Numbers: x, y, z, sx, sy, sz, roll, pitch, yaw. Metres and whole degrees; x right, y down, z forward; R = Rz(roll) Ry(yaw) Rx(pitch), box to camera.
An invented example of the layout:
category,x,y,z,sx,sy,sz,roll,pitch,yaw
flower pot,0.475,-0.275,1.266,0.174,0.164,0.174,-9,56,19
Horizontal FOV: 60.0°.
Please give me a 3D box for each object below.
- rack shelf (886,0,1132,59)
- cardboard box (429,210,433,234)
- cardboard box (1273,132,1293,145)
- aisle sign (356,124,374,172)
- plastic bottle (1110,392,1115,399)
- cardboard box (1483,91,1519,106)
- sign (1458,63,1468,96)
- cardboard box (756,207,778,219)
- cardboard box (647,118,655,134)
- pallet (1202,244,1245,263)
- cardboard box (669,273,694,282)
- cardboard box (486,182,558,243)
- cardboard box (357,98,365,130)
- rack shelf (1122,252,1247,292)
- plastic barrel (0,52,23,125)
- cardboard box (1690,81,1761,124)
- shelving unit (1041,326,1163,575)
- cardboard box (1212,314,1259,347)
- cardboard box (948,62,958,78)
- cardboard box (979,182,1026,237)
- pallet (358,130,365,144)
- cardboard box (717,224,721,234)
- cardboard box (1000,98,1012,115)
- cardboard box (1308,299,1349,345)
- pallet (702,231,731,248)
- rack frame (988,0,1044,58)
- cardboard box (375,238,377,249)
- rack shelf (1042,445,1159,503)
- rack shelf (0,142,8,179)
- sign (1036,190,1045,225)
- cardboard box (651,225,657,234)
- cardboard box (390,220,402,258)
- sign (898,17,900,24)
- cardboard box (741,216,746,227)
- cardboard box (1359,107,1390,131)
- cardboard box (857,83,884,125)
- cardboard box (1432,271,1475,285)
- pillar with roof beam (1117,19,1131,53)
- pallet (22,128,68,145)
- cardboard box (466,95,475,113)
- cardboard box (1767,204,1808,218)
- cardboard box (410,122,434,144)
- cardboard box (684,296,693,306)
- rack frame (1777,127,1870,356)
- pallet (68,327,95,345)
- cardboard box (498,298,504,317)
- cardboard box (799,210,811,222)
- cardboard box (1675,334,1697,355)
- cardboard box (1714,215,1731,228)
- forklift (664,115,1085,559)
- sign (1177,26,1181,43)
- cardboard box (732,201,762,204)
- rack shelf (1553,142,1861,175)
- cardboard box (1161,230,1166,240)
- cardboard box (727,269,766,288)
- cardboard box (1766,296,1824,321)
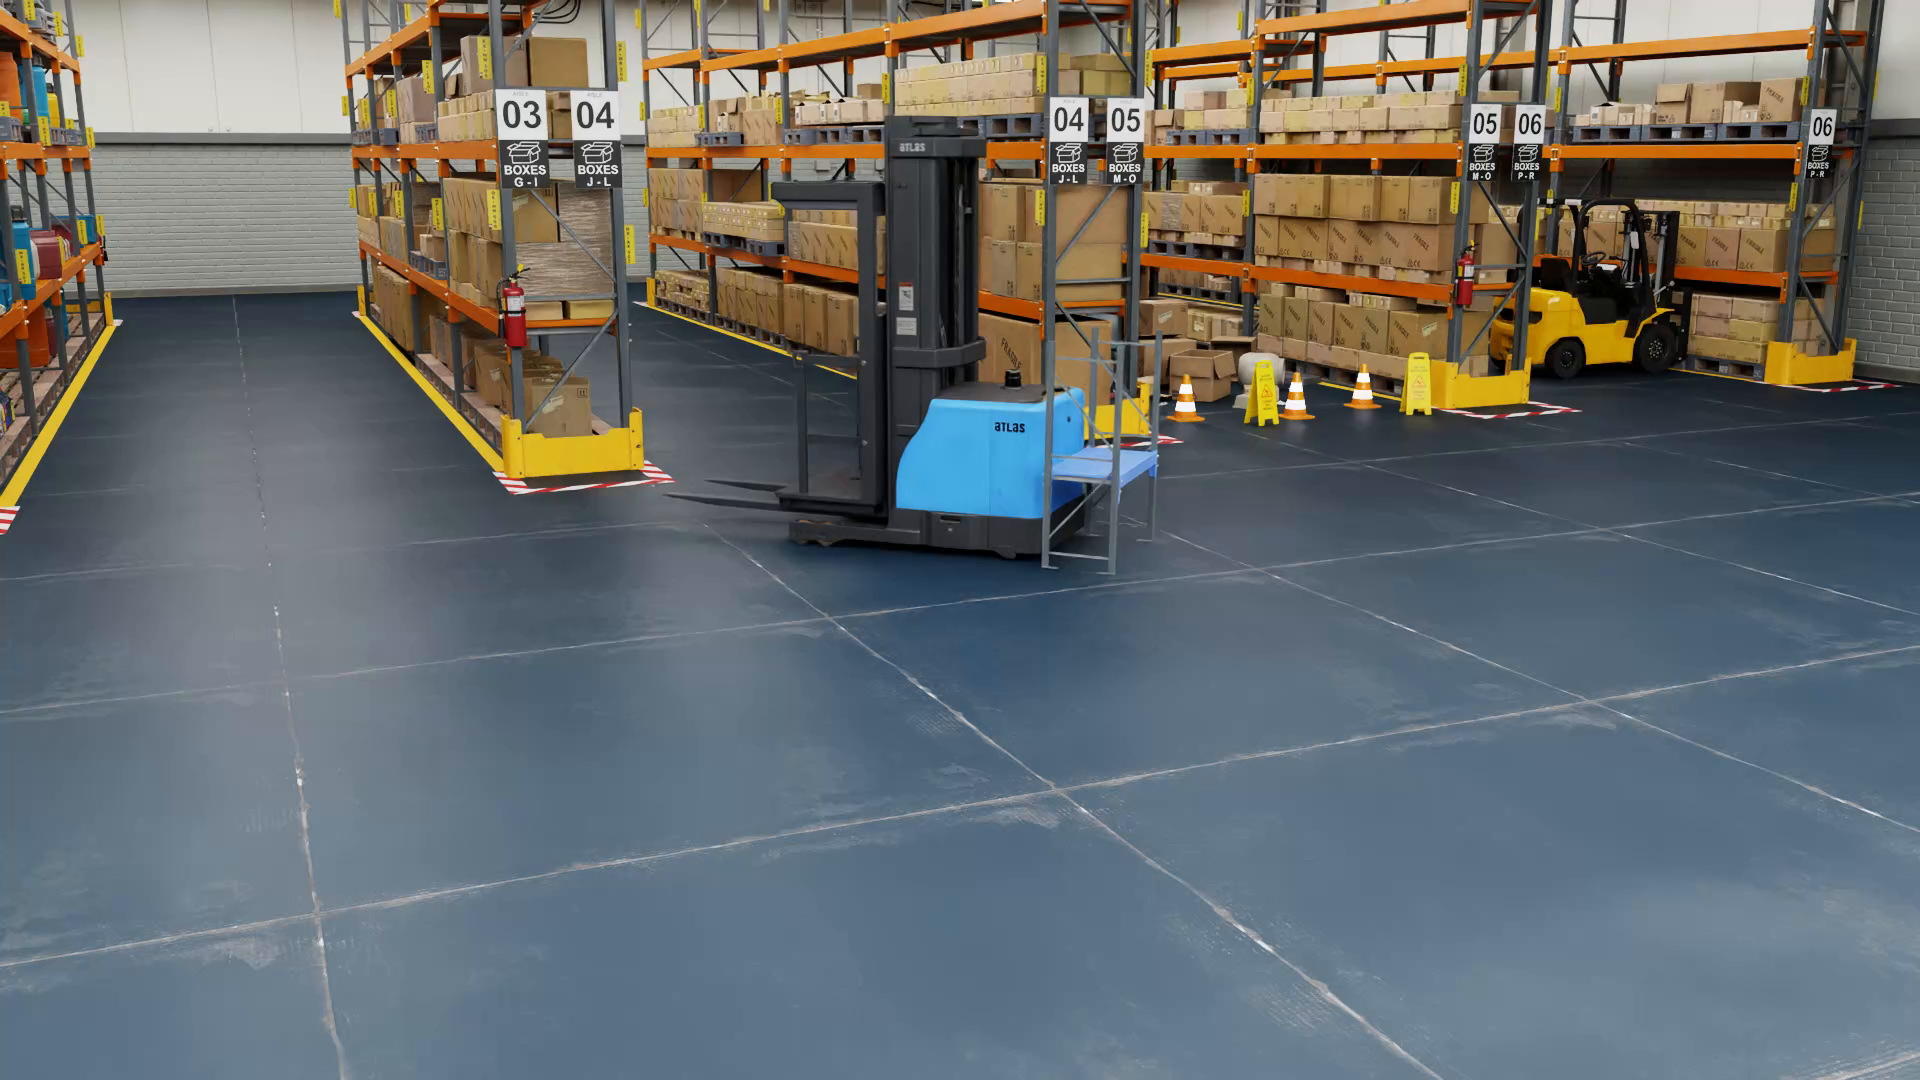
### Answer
category,x,y,z,sx,sy,sz,roll,pitch,yaw
rack shelf,0.457,-5.271,17.170,1.077,0.370,4.000,-6,14,-23
cardboard box,-6.279,-3.851,20.705,0.500,0.500,0.500,-8,15,-30
cardboard box,4.102,-4.968,20.587,0.380,0.149,0.250,-6,14,-23
aisle sign,-10.040,-6.613,28.026,0.394,0.787,0.004,-6,14,-23
plastic bottle,1.681,-1.632,18.785,0.283,0.061,0.133,-12,18,-42
cardboard box,5.797,-4.768,17.953,0.380,0.149,0.250,-6,14,-23
sign,5.236,-4.795,17.320,0.100,0.325,0.005,-6,14,-23
cardboard box,-2.662,-4.617,23.473,0.380,0.149,0.250,-6,14,-24
cardboard box,-5.210,-7.302,29.337,0.500,0.250,0.500,-5,14,-22
pallet,3.978,-3.852,22.288,1.003,0.211,1.213,-6,14,-23
cardboard box,-4.874,-4.599,29.161,0.380,0.149,0.250,-6,14,-26
cardboard box,-3.774,-2.825,14.326,0.500,0.500,0.500,-6,14,-23
cardboard box,-9.364,-6.893,26.971,0.700,0.500,0.500,-6,14,-25
rack shelf,3.349,-3.837,23.394,1.077,0.370,4.000,-6,14,-23
plastic barrel,-11.295,-5.251,19.371,0.600,0.830,0.708,-6,14,-23
cardboard box,9.580,-5.451,20.742,0.700,0.500,0.500,-6,14,-23
shelving unit,0.970,-0.632,11.253,0.538,1.500,1.048,6,14,20
cardboard box,3.938,-2.807,22.243,0.950,0.372,0.625,-5,14,-22
cardboard box,0.099,-4.867,17.231,0.380,0.149,0.250,-6,14,-23
cardboard box,0.408,-3.491,17.572,0.875,0.550,0.500,-6,14,-23
pallet,-8.937,-6.372,26.295,1.003,0.211,1.213,-6,14,-23
cardboard box,-3.500,-4.758,25.402,0.380,0.149,0.250,-5,14,-22
cardboard box,0.610,-4.216,16.185,0.380,0.149,0.250,-5,14,-22
cardboard box,4.571,-2.642,20.136,0.500,0.500,0.500,-5,14,-20
pallet,-3.376,-4.695,25.929,1.003,0.211,1.213,-6,14,-23
rack frame,0.946,-8.350,27.992,1.000,3.000,0.127,-6,14,-23
cardboard box,-8.660,-4.497,25.204,0.380,0.149,0.250,-5,14,-22
rack shelf,0.967,-0.457,11.295,0.538,0.185,1.000,6,14,20
rack shelf,-8.667,-3.130,13.684,1.077,0.370,4.000,-6,14,-23
sign,0.755,-3.114,15.578,0.100,0.325,0.005,-6,14,-23
cardboard box,-5.322,-5.567,29.828,0.380,0.149,0.250,-6,14,-23
cardboard box,-7.565,-4.150,22.927,0.500,0.500,0.500,-5,14,-22
sign,-1.167,-9.660,31.228,0.100,0.325,0.005,-6,14,-23
cardboard box,-2.976,-4.634,24.205,0.380,0.149,0.250,-6,14,-23
cardboard box,4.888,-4.774,18.864,0.500,0.250,0.500,-5,14,-21
cardboard box,-0.994,-5.563,21.225,0.500,0.500,0.500,-6,14,-23
cardboard box,5.407,-2.884,18.235,0.380,0.149,0.250,-5,14,-21
pillar with roof beam,-0.309,-9.875,34.582,9.100,9.000,0.400,-6,14,-23
pallet,-11.812,-5.067,20.878,1.003,0.211,1.213,-6,14,-23
cardboard box,-4.239,-3.934,15.013,0.380,0.149,0.250,-6,15,-26
cardboard box,9.963,-3.962,20.016,0.380,0.149,0.250,-6,14,-23
cardboard box,-6.157,-4.763,19.477,0.500,0.250,0.500,-5,14,-22
cardboard box,-4.433,-4.039,28.061,0.380,0.149,0.250,-6,14,-23
rack frame,10.299,-3.397,19.897,1.000,3.000,0.127,-6,14,-23
pallet,-13.003,-2.875,23.824,1.003,0.211,1.213,-6,14,-23
cardboard box,-3.878,-2.070,14.718,0.380,0.149,0.250,-6,14,-23
cardboard box,-1.776,-4.575,22.547,0.700,0.500,0.500,-6,14,-23
cardboard box,9.439,-2.539,21.353,0.500,0.250,0.500,-5,14,-22
cardboard box,9.637,-3.970,20.710,0.380,0.149,0.250,-6,14,-23
forklift,-0.671,-1.492,11.817,3.031,2.935,1.130,5,14,21
sign,4.407,-10.204,33.578,0.100,0.325,0.005,-6,14,-23
cardboard box,-3.517,-5.278,27.142,0.500,0.500,0.500,-6,14,-24
rack shelf,9.498,-4.922,21.425,1.077,0.370,4.000,-6,14,-23
cardboard box,3.066,-4.321,23.513,0.380,0.149,0.250,-5,14,-21
cardboard box,-3.280,-4.025,25.559,0.500,0.250,0.500,-5,14,-21
cardboard box,10.280,-2.866,20.550,0.500,0.250,0.500,-6,14,-24
